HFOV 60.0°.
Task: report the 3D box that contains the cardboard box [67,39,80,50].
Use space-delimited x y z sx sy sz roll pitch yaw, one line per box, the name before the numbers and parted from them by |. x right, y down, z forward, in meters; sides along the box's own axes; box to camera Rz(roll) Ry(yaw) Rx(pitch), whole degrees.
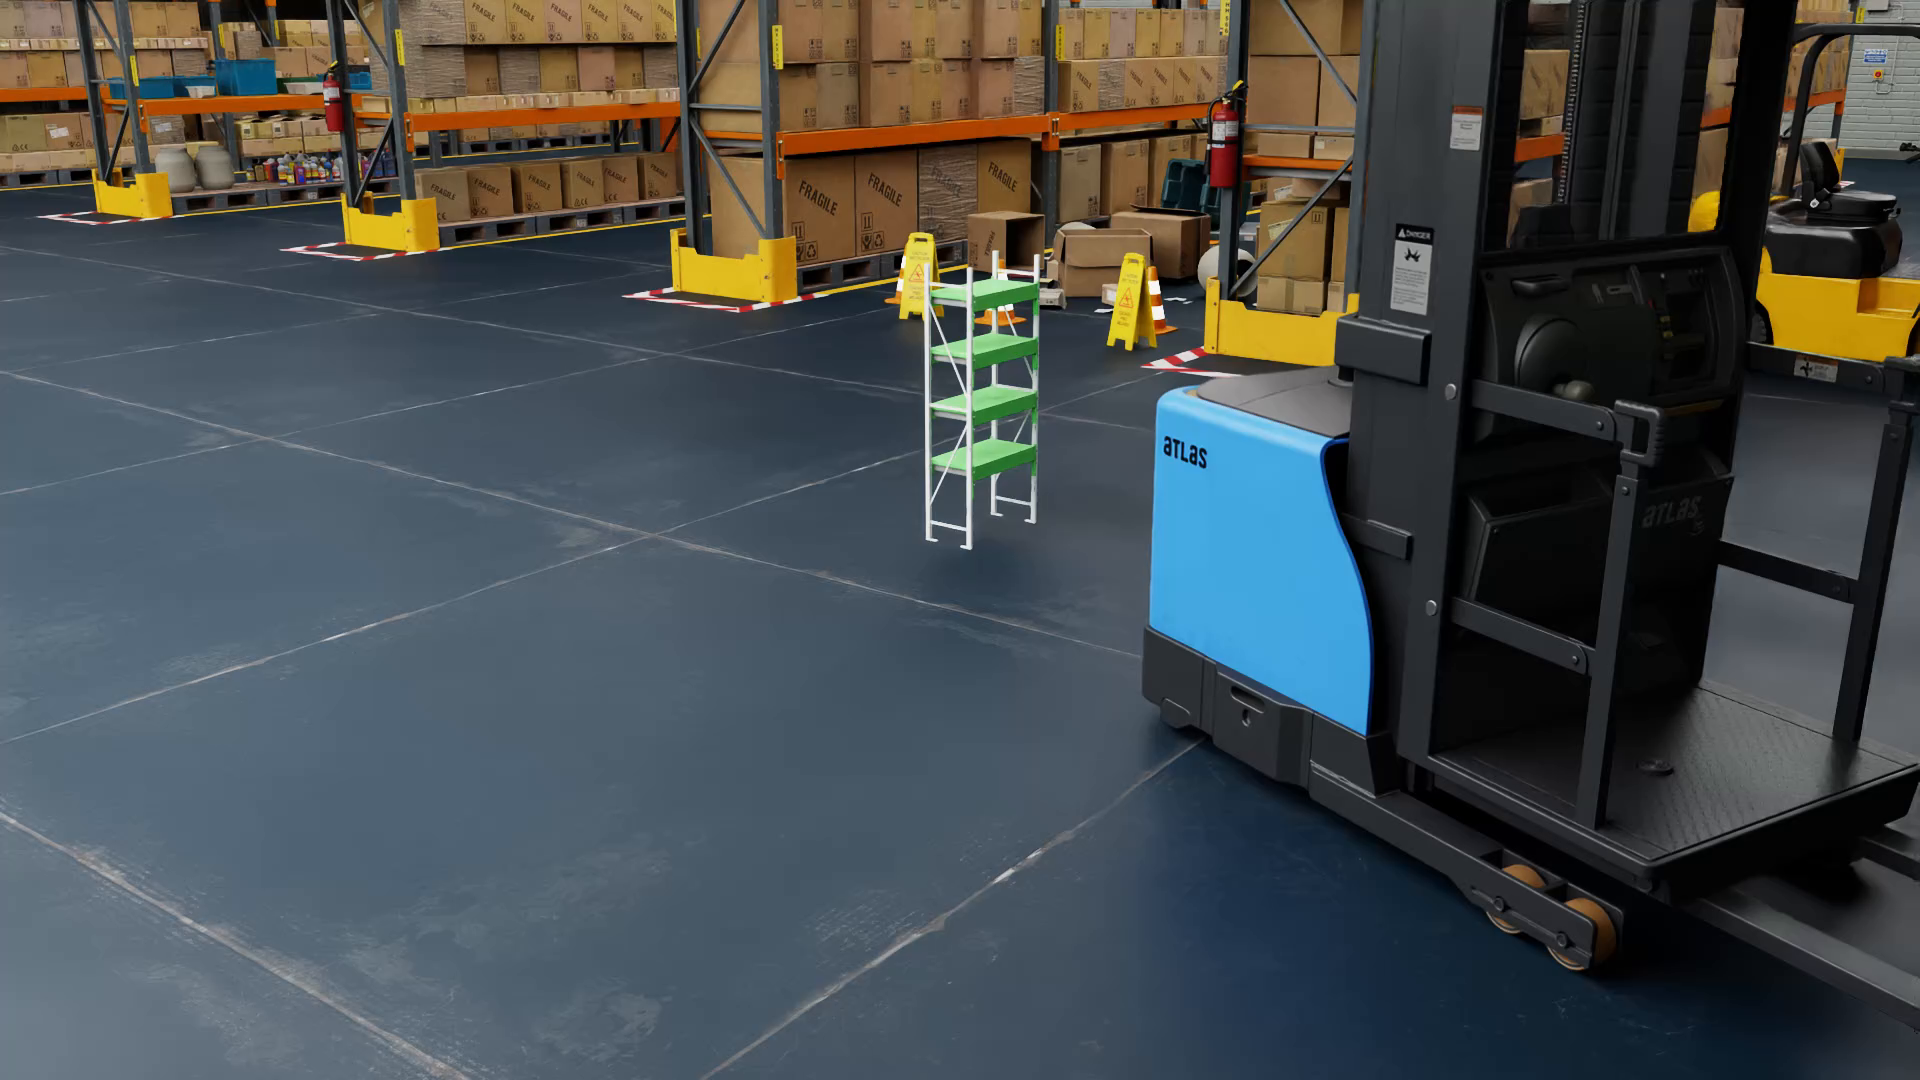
cardboard box | -12.417 -6.920 23.207 0.380 0.149 0.250 13 21 35

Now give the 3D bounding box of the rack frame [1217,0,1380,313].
rack frame | 2.172 -2.639 10.683 1.000 3.000 0.127 12 21 35

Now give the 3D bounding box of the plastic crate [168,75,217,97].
plastic crate | -9.315 -5.520 20.211 0.499 0.251 0.408 12 21 35

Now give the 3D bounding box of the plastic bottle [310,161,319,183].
plastic bottle | -8.170 -4.654 21.032 0.097 0.271 0.097 0 17 0

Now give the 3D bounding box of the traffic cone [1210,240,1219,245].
traffic cone | 2.531 -3.283 17.035 0.336 0.463 0.334 12 21 35

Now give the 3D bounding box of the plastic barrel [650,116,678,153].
plastic barrel | -4.720 -6.454 25.920 0.600 0.830 0.708 12 21 35

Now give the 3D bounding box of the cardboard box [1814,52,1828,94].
cardboard box | 10.723 -5.969 21.239 0.500 0.500 0.500 13 22 36

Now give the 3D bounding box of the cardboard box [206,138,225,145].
cardboard box | -11.343 -6.131 25.858 0.500 0.250 0.500 12 21 34

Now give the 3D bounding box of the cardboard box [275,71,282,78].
cardboard box | -10.665 -7.149 25.630 0.380 0.149 0.250 12 21 35

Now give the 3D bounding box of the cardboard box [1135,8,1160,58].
cardboard box | 1.719 -5.450 17.880 0.700 0.500 0.500 12 21 34

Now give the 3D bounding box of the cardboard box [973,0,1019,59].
cardboard box | 0.038 -4.796 15.556 0.875 0.550 0.550 12 21 35

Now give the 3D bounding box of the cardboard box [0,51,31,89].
cardboard box | -13.143 -6.424 22.703 0.700 0.500 0.500 13 22 36

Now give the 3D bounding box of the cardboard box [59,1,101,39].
cardboard box | -12.514 -7.296 23.324 0.700 0.500 0.500 12 21 35

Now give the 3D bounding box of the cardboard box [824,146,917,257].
cardboard box | -0.990 -3.058 14.908 0.875 0.875 0.875 12 21 34

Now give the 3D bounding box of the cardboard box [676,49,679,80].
cardboard box | -2.818 -5.994 19.768 1.000 1.000 1.000 13 21 35

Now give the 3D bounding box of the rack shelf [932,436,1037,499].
rack shelf | 0.099 -0.322 7.283 0.258 0.148 0.480 12 21 35

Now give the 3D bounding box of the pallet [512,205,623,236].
pallet | -4.502 -3.553 18.328 1.003 0.211 1.213 12 21 35

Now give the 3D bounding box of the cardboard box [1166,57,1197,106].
cardboard box | 2.254 -5.050 18.279 0.500 0.500 0.500 12 21 34

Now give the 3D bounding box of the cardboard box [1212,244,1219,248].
cardboard box | 2.346 -2.471 14.752 0.258 0.266 0.396 -1 17 -3

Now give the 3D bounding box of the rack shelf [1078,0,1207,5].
rack shelf | 2.555 -8.813 26.721 1.077 0.370 4.000 12 21 35

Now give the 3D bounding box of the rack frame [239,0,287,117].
rack frame | -12.955 -8.921 30.913 1.000 3.000 0.127 12 21 35

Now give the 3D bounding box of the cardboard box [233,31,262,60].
cardboard box | -13.227 -9.065 30.467 0.700 0.500 0.500 10 20 28

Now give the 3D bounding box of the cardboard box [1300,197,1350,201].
cardboard box | 2.748 -2.246 12.082 0.500 0.500 0.500 13 22 37

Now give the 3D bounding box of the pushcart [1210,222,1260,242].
pushcart | 2.694 -2.730 15.398 1.648 0.377 0.936 5 18 16

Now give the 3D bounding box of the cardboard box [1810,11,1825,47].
cardboard box | 10.420 -6.332 20.721 0.500 0.500 0.500 13 21 36

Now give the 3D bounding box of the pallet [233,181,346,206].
pallet | -8.542 -4.442 21.190 1.003 0.211 1.213 12 21 35

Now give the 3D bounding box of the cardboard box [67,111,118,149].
cardboard box | -12.347 -5.832 23.630 0.500 0.500 0.500 12 21 35

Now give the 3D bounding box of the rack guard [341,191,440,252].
rack guard | -5.742 -3.214 16.751 1.175 0.500 0.348 12 21 35

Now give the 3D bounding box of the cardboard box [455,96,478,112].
cardboard box | -5.100 -4.409 16.806 0.380 0.149 0.250 12 21 35

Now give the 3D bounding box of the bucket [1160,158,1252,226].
bucket | 2.290 -3.165 15.334 0.620 0.611 0.726 0 14 -35

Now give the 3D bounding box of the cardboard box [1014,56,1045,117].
cardboard box | 0.309 -4.424 16.178 0.875 0.550 0.550 12 21 35

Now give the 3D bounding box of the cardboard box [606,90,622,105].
cardboard box | -3.964 -4.897 18.379 0.380 0.149 0.250 12 21 35

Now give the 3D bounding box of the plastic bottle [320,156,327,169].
plastic bottle | -8.366 -4.919 21.886 0.097 0.271 0.097 0 17 0

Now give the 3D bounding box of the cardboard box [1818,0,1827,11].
cardboard box | 10.641 -6.721 20.879 0.380 0.149 0.250 12 21 35

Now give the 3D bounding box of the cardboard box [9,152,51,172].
cardboard box | -12.948 -5.237 22.977 0.500 0.250 0.500 12 21 35

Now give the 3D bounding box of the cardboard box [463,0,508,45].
cardboard box | -4.937 -5.258 16.761 0.500 0.500 0.500 12 21 35

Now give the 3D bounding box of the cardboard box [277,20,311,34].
cardboard box | -12.460 -9.548 30.964 0.500 0.250 0.500 13 22 36

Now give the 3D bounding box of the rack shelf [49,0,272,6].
rack shelf | -14.146 -9.534 29.041 1.077 0.370 4.000 12 21 35

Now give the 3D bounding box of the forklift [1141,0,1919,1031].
forklift | 1.765 -0.533 4.018 1.130 2.935 3.031 -10 20 -29

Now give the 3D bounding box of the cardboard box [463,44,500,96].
cardboard box | -5.236 -4.846 17.121 0.875 0.500 0.500 12 21 35

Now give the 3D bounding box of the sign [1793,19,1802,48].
sign | 9.763 -5.918 19.425 0.100 0.325 0.005 12 21 35

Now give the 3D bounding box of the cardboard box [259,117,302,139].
cardboard box | -10.609 -6.422 25.848 0.500 0.311 0.500 12 21 34

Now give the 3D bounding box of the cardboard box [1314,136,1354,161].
cardboard box | 2.540 -2.563 10.863 0.380 0.149 0.250 13 21 35

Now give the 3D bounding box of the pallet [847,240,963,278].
pallet | -0.723 -2.651 15.425 1.003 0.211 1.213 12 21 35

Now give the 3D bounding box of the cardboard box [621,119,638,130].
cardboard box | -6.167 -7.987 31.698 0.500 0.311 0.500 12 21 35

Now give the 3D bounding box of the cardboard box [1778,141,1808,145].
cardboard box | 10.854 -5.032 22.002 0.875 0.438 0.875 13 22 36

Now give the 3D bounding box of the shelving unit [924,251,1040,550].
shelving unit | 0.099 -0.612 7.193 0.258 1.200 0.503 12 21 35

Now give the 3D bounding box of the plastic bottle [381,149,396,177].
plastic bottle | -7.534 -4.958 21.878 0.144 0.351 0.185 12 21 33

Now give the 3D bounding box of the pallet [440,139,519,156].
pallet | -8.499 -6.886 29.062 1.003 0.211 1.213 12 21 35

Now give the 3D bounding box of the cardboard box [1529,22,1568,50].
cardboard box | 5.065 -4.043 13.826 0.500 0.500 0.500 13 22 36

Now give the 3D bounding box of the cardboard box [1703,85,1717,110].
cardboard box | 7.432 -4.544 17.073 0.500 0.250 0.500 12 21 34

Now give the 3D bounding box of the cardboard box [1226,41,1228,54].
cardboard box | 3.336 -5.836 19.692 0.380 0.149 0.250 12 21 35

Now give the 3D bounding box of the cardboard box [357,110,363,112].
cardboard box | -9.828 -7.002 27.717 0.500 0.311 0.500 12 21 33

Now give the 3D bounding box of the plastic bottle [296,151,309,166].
plastic bottle | -8.561 -4.898 21.682 0.144 0.351 0.185 12 21 34
